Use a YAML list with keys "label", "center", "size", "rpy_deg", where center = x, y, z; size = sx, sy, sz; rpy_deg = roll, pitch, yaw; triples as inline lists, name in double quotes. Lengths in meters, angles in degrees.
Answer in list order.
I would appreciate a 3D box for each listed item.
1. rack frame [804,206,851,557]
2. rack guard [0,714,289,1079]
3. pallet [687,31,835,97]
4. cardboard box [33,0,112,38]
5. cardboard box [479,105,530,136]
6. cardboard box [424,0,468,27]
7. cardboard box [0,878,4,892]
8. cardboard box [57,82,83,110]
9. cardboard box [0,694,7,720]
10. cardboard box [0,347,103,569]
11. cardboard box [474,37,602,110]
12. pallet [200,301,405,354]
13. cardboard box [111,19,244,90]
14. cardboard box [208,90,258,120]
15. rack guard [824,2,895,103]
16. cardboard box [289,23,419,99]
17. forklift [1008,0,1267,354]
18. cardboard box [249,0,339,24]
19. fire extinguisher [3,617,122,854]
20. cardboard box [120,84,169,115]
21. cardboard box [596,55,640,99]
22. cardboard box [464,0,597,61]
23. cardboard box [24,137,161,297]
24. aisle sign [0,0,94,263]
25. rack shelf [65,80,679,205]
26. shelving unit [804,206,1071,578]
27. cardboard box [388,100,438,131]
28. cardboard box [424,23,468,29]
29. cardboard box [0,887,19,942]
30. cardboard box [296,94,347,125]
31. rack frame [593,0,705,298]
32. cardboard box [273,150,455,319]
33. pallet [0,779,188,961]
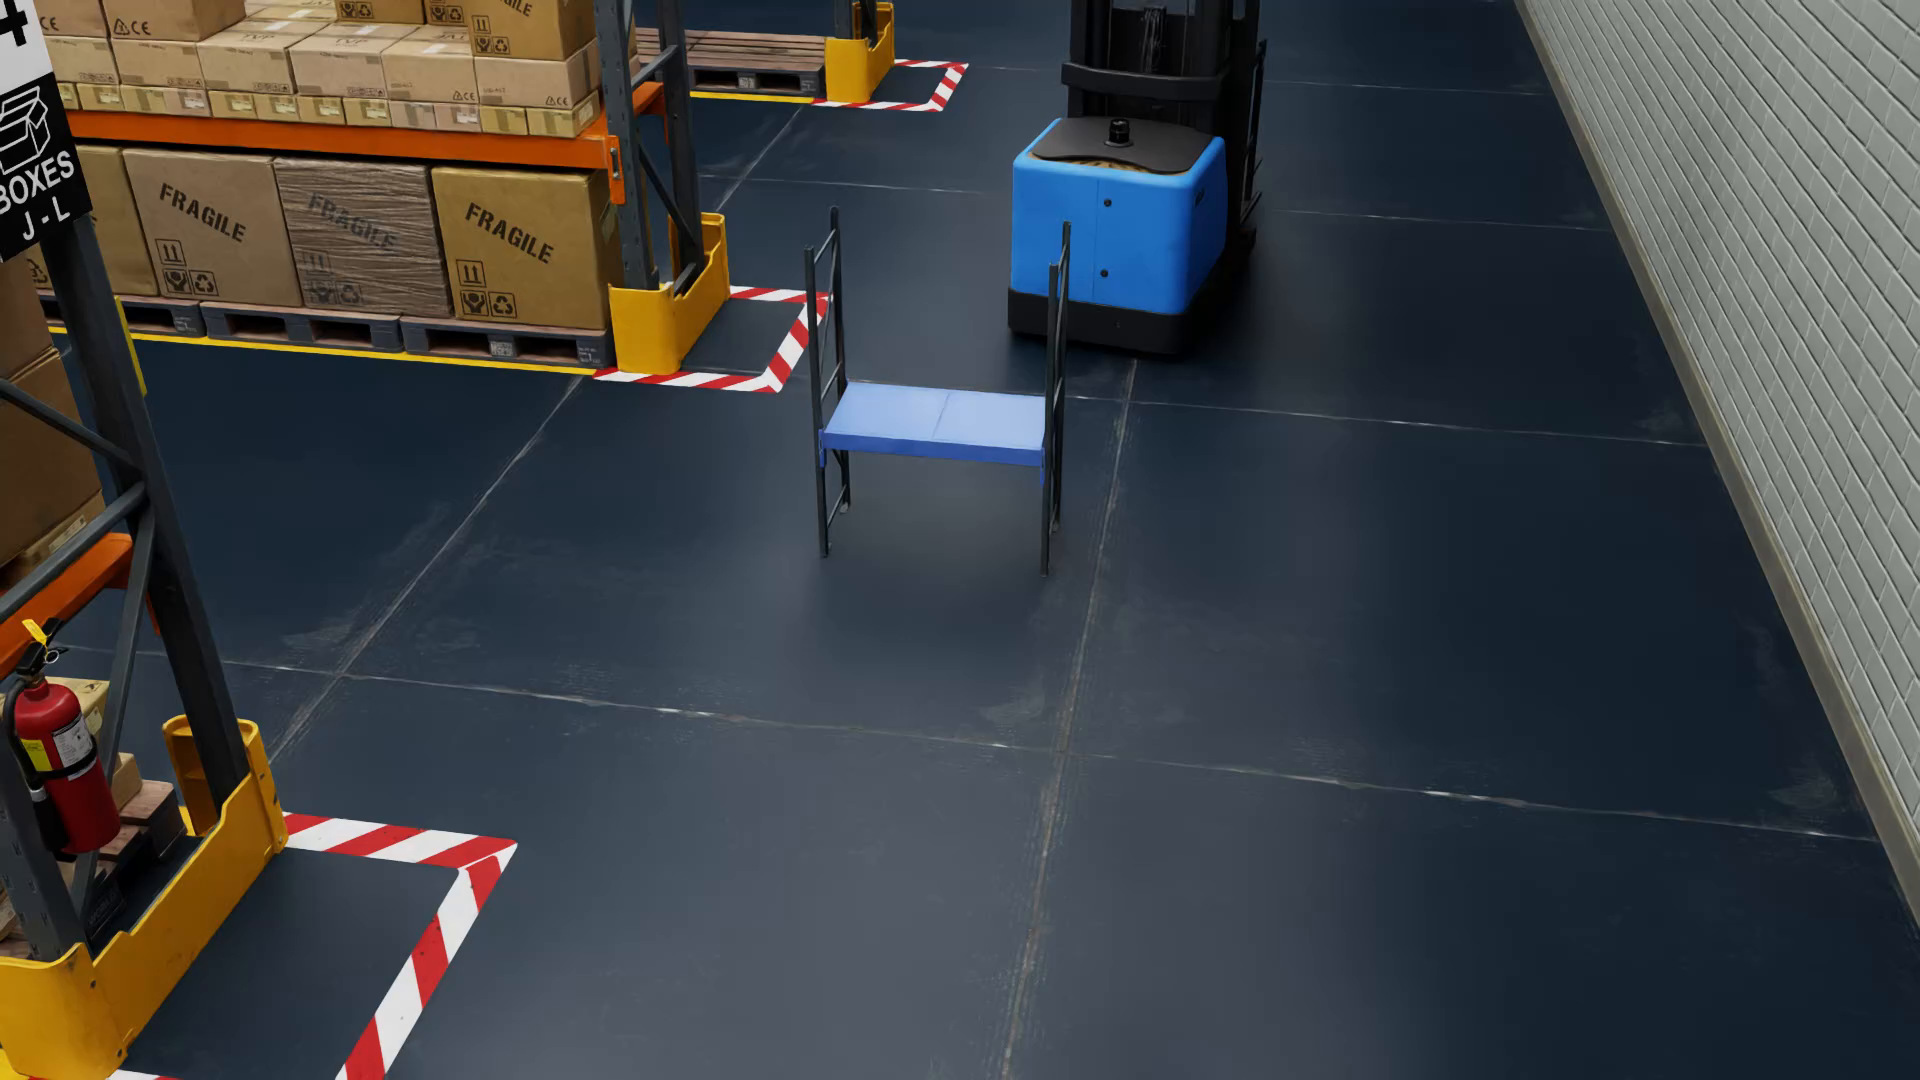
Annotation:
- label: "rack frame"
  center: [-0.585, -0.689, 7.437]
  size: [0.032, 1.500, 0.500]
  rpy_deg: [5, 32, 8]
- label: "rack guard"
  center: [-2.687, 1.138, 5.461]
  size: [0.348, 0.500, 1.175]
  rpy_deg: [5, 32, 8]
- label: "pallet"
  center: [-1.651, -4.002, 13.945]
  size: [1.213, 0.211, 1.003]
  rpy_deg: [5, 32, 8]
- label: "cardboard box"
  center: [-4.708, -3.013, 8.890]
  size: [0.500, 0.500, 0.500]
  rpy_deg: [5, 32, 8]
- label: "cardboard box"
  center: [-2.341, -2.275, 8.795]
  size: [0.250, 0.149, 0.380]
  rpy_deg: [6, 32, 9]
- label: "cardboard box"
  center: [-2.599, -3.109, 9.044]
  size: [0.500, 0.500, 0.500]
  rpy_deg: [4, 32, 7]
- label: "cardboard box"
  center: [-3.180, 1.092, 5.190]
  size: [0.250, 0.149, 0.380]
  rpy_deg: [4, 32, 7]
- label: "cardboard box"
  center: [-4.867, -2.503, 9.159]
  size: [0.250, 0.149, 0.380]
  rpy_deg: [6, 33, 10]
- label: "cardboard box"
  center: [-3.363, 0.677, 5.571]
  size: [0.250, 0.149, 0.380]
  rpy_deg: [6, 33, 9]
- label: "cardboard box"
  center: [-3.008, -0.268, 4.976]
  size: [0.500, 0.500, 0.500]
  rpy_deg: [7, 33, 11]
- label: "cardboard box"
  center: [-2.200, -2.467, 8.725]
  size: [0.500, 0.250, 0.500]
  rpy_deg: [5, 32, 7]
- label: "pallet"
  center: [-3.678, -1.458, 9.881]
  size: [1.213, 0.211, 1.003]
  rpy_deg: [5, 32, 8]
- label: "cardboard box"
  center: [-4.201, -2.650, 9.018]
  size: [0.500, 0.250, 0.500]
  rpy_deg: [6, 33, 9]
- label: "cardboard box"
  center: [-3.848, -2.412, 9.013]
  size: [0.250, 0.149, 0.380]
  rpy_deg: [4, 32, 7]
- label: "rack guard"
  center: [-0.819, -4.035, 13.726]
  size: [0.348, 0.500, 1.175]
  rpy_deg: [5, 32, 8]
- label: "cardboard box"
  center: [-3.202, -2.558, 8.870]
  size: [0.500, 0.250, 0.500]
  rpy_deg: [4, 32, 7]
- label: "forklift"
  center: [1.264, -3.048, 9.857]
  size: [1.130, 2.935, 3.031]
  rpy_deg: [11, 34, 17]
- label: "cardboard box"
  center: [-3.629, -2.880, 9.385]
  size: [0.500, 0.250, 0.500]
  rpy_deg: [5, 32, 7]
- label: "fire extinguisher"
  center: [-2.441, 0.540, 4.485]
  size: [0.183, 0.674, 0.296]
  rpy_deg: [5, 32, 8]
- label: "cardboard box"
  center: [-4.355, -2.458, 9.087]
  size: [0.250, 0.149, 0.380]
  rpy_deg: [5, 32, 8]
- label: "cardboard box"
  center: [-1.972, -2.598, 9.310]
  size: [0.250, 0.149, 0.380]
  rpy_deg: [6, 32, 9]
- label: "cardboard box"
  center: [-2.202, -2.786, 8.528]
  size: [0.500, 0.500, 0.500]
  rpy_deg: [6, 32, 9]
- label: "cardboard box"
  center: [-4.984, -2.034, 9.778]
  size: [0.875, 0.875, 0.875]
  rpy_deg: [5, 32, 8]
- label: "aisle sign"
  center: [-2.490, -1.167, 4.337]
  size: [0.004, 0.787, 0.394]
  rpy_deg: [5, 32, 8]
- label: "rack shelf"
  center: [-3.649, -2.373, 9.393]
  size: [4.000, 0.370, 1.077]
  rpy_deg: [5, 32, 8]
- label: "shelving unit"
  center: [-0.084, -0.643, 7.364]
  size: [1.048, 1.500, 0.538]
  rpy_deg: [5, 32, 8]
- label: "cardboard box"
  center: [-2.835, -2.321, 8.868]
  size: [0.250, 0.149, 0.380]
  rpy_deg: [6, 32, 9]
- label: "cardboard box"
  center: [-2.619, -2.789, 9.240]
  size: [0.500, 0.250, 0.500]
  rpy_deg: [5, 32, 8]
- label: "cardboard box"
  center: [-3.166, 1.178, 5.333]
  size: [0.250, 0.149, 0.380]
  rpy_deg: [6, 32, 9]
- label: "cardboard box"
  center: [-3.347, -2.366, 8.940]
  size: [0.250, 0.149, 0.380]
  rpy_deg: [5, 32, 8]
- label: "rack frame"
  center: [-1.678, -2.500, 8.917]
  size: [0.127, 3.000, 1.000]
  rpy_deg: [5, 32, 8]
- label: "cardboard box"
  center: [-3.219, -1.874, 9.523]
  size: [0.875, 0.875, 0.875]
  rpy_deg: [5, 32, 8]
- label: "pallet"
  center: [-3.482, 1.169, 5.683]
  size: [1.213, 0.211, 1.003]
  rpy_deg: [5, 32, 8]
